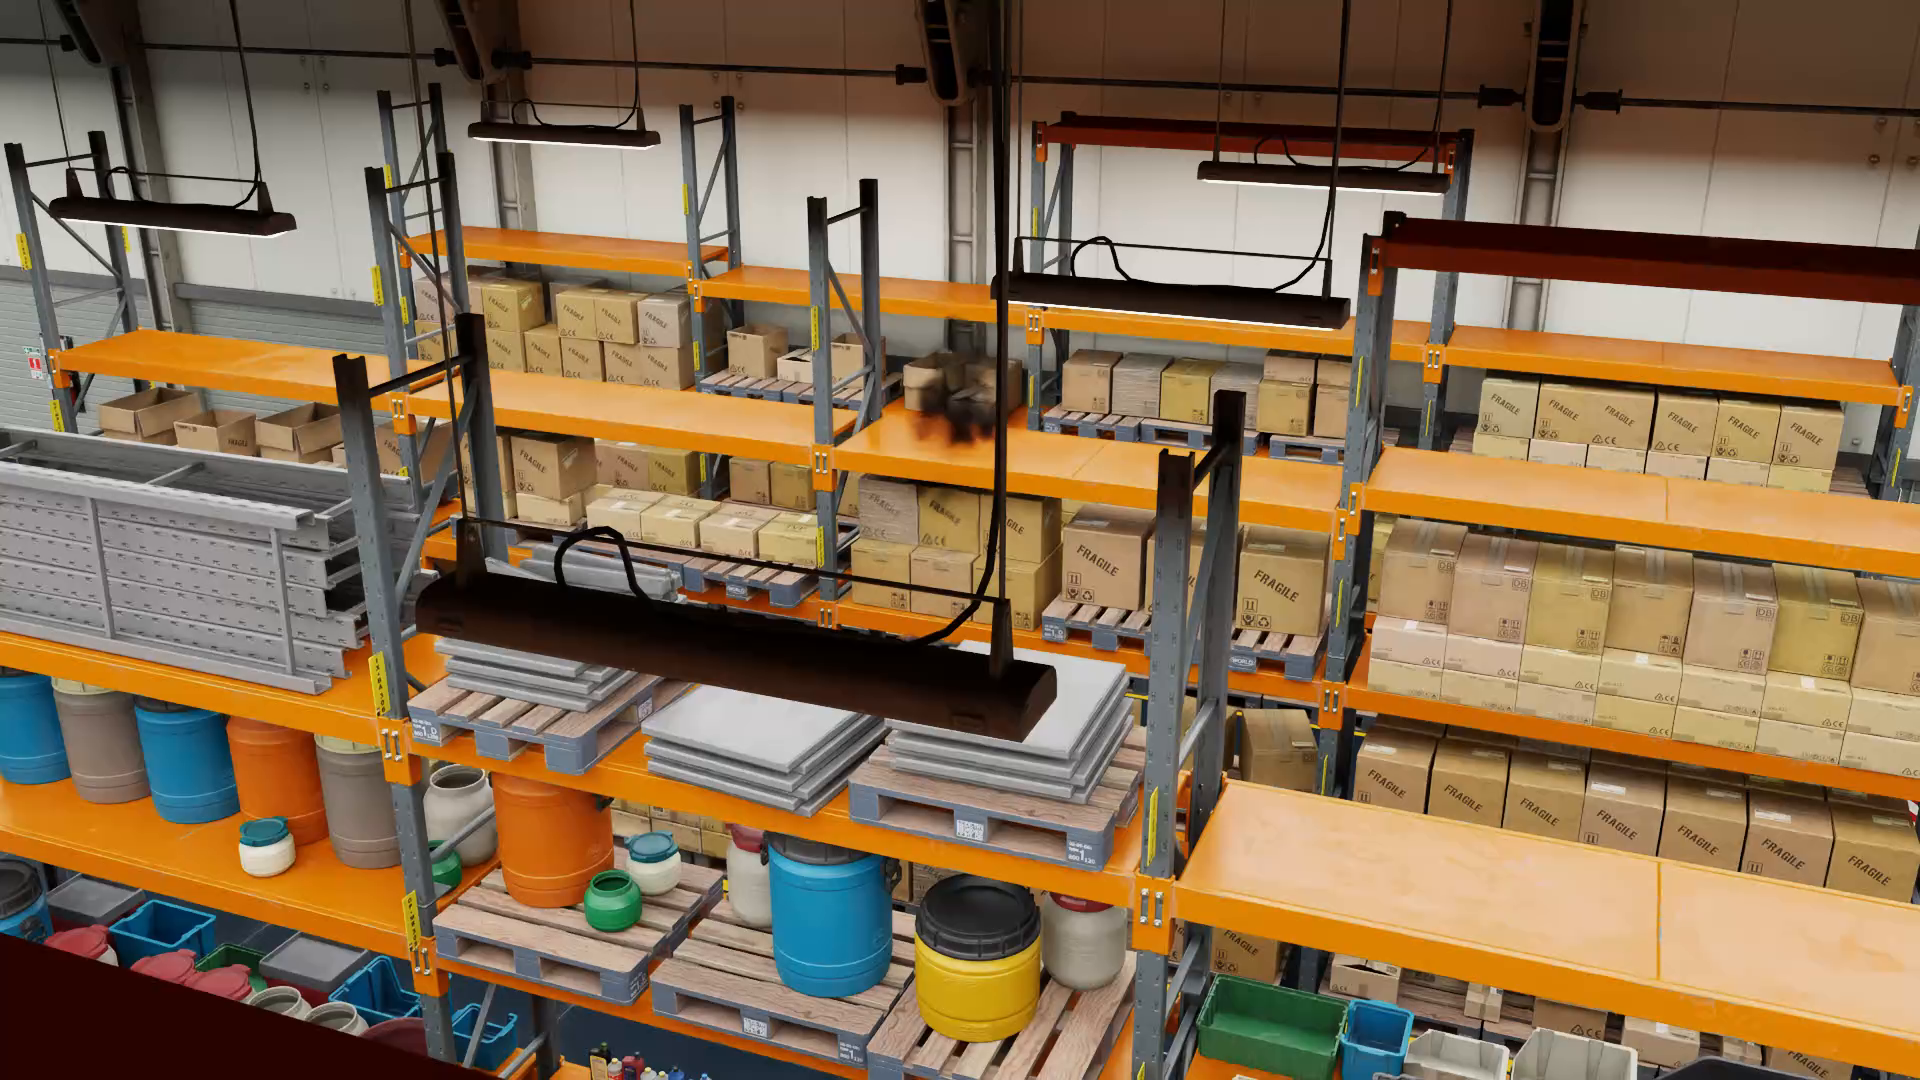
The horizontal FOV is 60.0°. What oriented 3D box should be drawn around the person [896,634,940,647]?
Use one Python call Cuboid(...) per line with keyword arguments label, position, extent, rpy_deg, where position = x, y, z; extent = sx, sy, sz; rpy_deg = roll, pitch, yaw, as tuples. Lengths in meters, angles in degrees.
Cuboid(label="person", position=(-0.340, 1.206, 16.260), extent=(0.627, 1.619, 0.539), rpy_deg=(7, 22, 17))
